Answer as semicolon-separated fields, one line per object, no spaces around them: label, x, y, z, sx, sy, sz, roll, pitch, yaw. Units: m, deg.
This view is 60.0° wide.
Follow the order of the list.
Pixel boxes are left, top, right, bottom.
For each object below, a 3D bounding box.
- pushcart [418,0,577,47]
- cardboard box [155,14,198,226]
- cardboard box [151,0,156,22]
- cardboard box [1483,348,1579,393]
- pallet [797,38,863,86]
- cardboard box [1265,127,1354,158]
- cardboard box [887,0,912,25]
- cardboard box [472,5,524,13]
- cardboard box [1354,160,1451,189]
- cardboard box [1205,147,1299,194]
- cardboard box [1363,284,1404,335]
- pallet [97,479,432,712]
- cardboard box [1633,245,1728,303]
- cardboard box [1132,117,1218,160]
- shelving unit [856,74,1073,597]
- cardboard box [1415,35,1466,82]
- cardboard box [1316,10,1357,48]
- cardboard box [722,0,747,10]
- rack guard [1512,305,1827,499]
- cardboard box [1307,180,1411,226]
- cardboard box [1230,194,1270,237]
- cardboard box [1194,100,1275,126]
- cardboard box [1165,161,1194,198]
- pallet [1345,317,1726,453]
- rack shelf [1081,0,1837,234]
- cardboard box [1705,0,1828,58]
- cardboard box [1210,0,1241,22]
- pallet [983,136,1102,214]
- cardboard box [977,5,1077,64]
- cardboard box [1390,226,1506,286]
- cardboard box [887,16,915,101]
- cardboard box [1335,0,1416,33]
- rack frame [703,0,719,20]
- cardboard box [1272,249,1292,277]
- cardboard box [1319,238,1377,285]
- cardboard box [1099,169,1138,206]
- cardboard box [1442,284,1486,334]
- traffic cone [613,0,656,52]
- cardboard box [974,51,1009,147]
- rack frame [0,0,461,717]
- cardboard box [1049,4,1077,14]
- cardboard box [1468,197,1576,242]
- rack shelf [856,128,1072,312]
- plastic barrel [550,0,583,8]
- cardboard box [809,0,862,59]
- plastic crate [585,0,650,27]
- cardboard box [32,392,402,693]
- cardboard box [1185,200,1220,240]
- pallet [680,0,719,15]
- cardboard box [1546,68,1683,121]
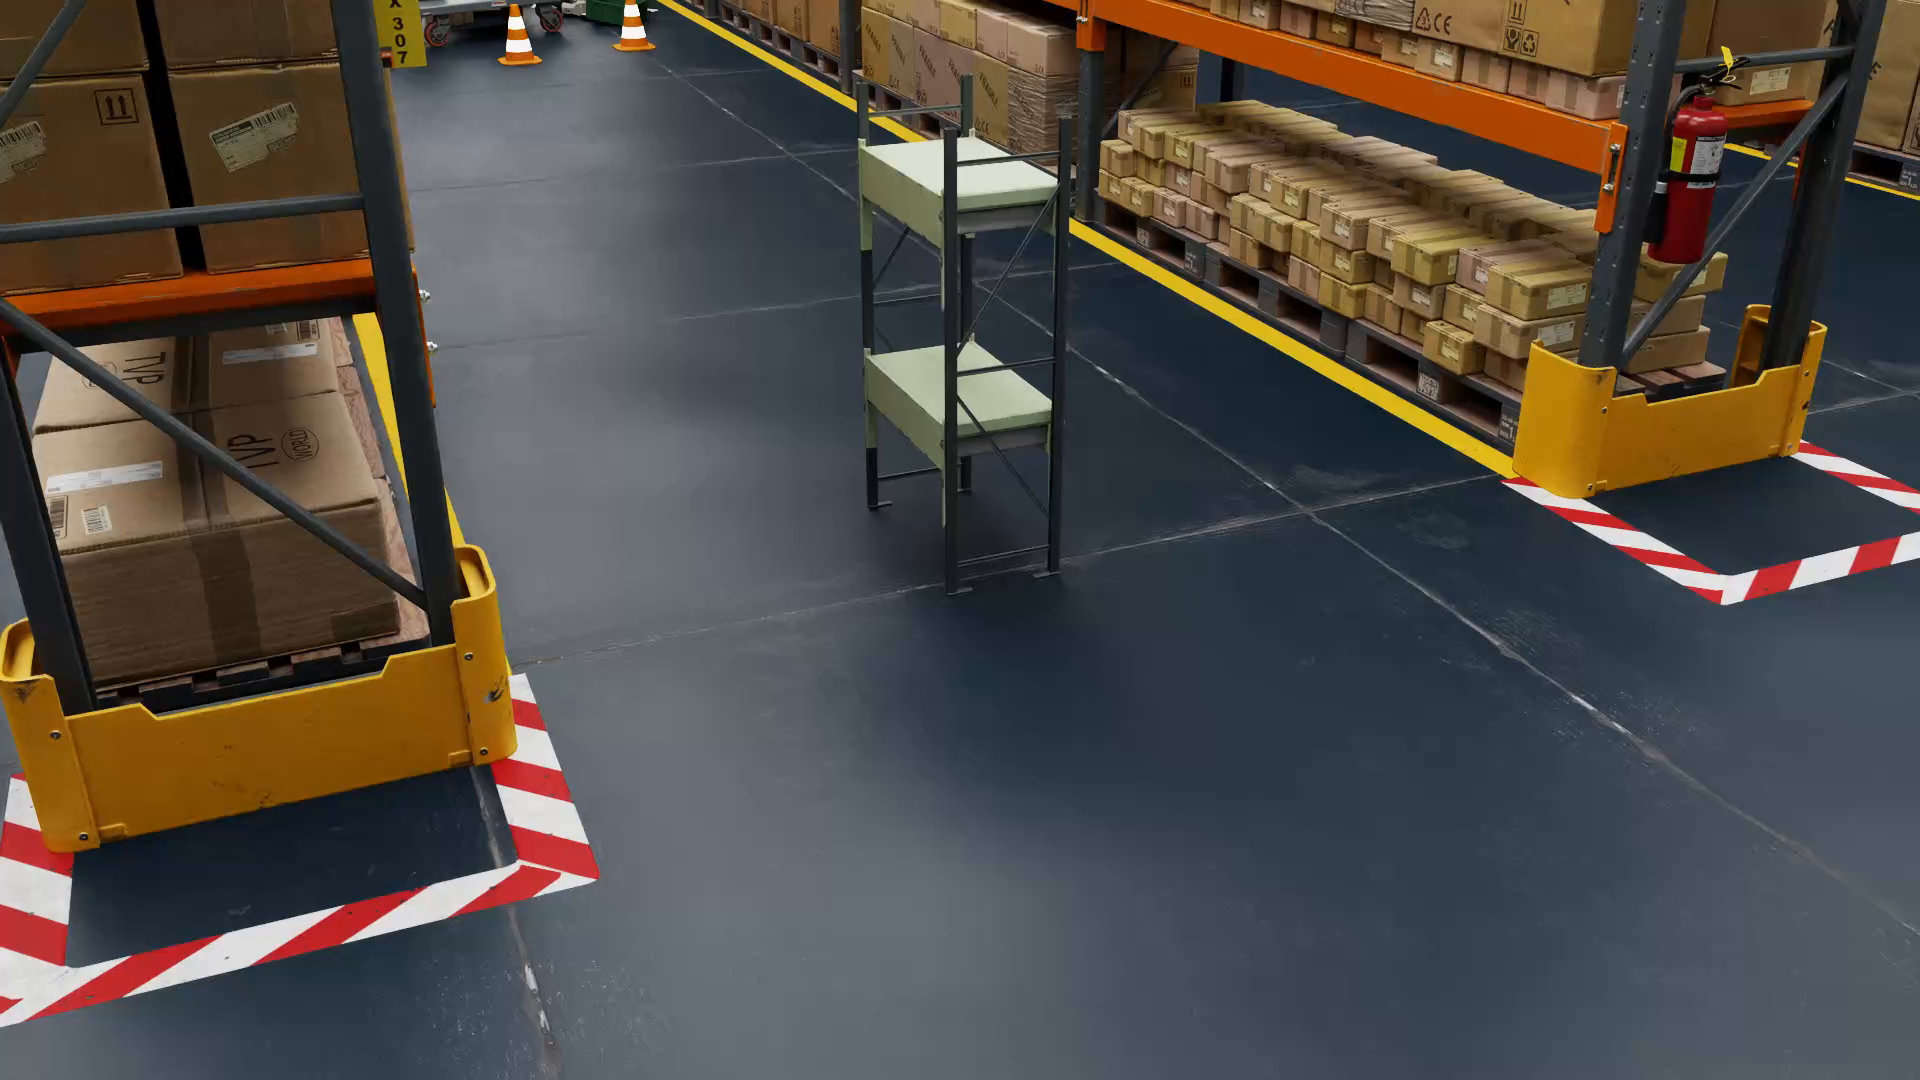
pushcart;-4.433;-4.813;15.178;1.648;0.377;0.936;-22;34;-38
cardboard box;-1.959;-1.223;4.722;0.500;0.500;0.500;-11;28;-21
cardboard box;-2.638;-1.341;4.963;0.500;0.500;0.500;-10;28;-19
cardboard box;2.305;-0.711;6.558;0.380;0.149;0.250;-10;28;-20
pallet;-0.669;-3.934;13.568;1.003;0.211;1.213;-11;28;-21
cardboard box;1.786;-2.004;8.528;0.380;0.149;0.250;-10;28;-19
cardboard box;-0.184;-3.734;11.495;0.500;0.250;0.500;-11;28;-21
cardboard box;-4.687;-5.484;16.253;0.797;0.637;0.503;-11;28;-21
cardboard box;2.090;-1.684;7.874;0.380;0.149;0.250;-11;28;-20
cardboard box;1.426;-1.809;8.128;0.380;0.149;0.250;-10;28;-19
cardboard box;1.978;-1.016;7.183;0.380;0.149;0.250;-10;28;-20
pallet;-2.197;0.208;5.083;1.003;0.211;1.213;-11;28;-21
cardboard box;2.811;-1.072;6.618;0.380;0.149;0.250;-12;28;-23
cardboard box;1.134;-2.120;8.767;0.380;0.149;0.250;-9;27;-18
shelving unit;-0.003;-0.677;5.426;0.431;1.500;0.755;-11;28;-21
cardboard box;2.019;-1.901;6.512;0.380;0.149;0.250;-10;28;-19
cardboard box;1.773;-2.236;7.198;0.380;0.149;0.250;-10;28;-20
cardboard box;-1.670;-5.414;15.505;1.050;0.750;0.750;-11;28;-21
rack guard;2.673;-0.534;6.274;1.175;0.500;0.348;-11;28;-21
cardboard box;1.798;-1.506;7.507;0.380;0.149;0.250;-12;28;-22
cardboard box;1.524;-1.565;7.969;0.380;0.149;0.250;-11;28;-21
cardboard box;1.516;-2.318;9.170;0.380;0.149;0.250;-10;28;-19
cardboard box;1.294;-1.903;8.659;0.380;0.149;0.250;-11;28;-21
pallet;2.388;-0.738;7.022;1.003;0.211;1.213;-11;28;-21
rack shelf;1.920;-2.111;7.474;1.077;0.370;4.000;-11;28;-21
cardboard box;2.782;-2.034;6.044;0.500;0.500;0.500;-9;28;-18
cardboard box;1.408;-2.544;7.828;0.380;0.149;0.250;-10;28;-20
pallet;0.830;-2.302;10.225;1.003;0.211;1.213;-11;28;-21
cardboard box;0.423;-3.111;10.218;0.500;0.250;0.500;-9;28;-18
cardboard box;1.999;-1.166;6.812;0.380;0.149;0.250;-11;28;-22
cardboard box;-0.187;-3.390;11.645;0.500;0.500;0.500;-10;28;-20
cardboard box;1.886;-2.354;6.700;0.500;0.500;0.500;-10;28;-20
rack frame;-1.996;-6.471;15.585;1.000;3.000;0.127;-11;28;-21
cardboard box;1.702;-1.337;7.841;0.380;0.149;0.250;-10;28;-19
cardboard box;1.814;-1.248;7.320;0.380;0.149;0.250;-10;28;-20
cardboard box;0.984;-1.947;9.089;0.380;0.149;0.250;-12;28;-23
cardboard box;2.181;-0.947;6.702;0.380;0.149;0.250;-11;28;-22
traffic cone;-2.861;-4.530;14.501;0.336;0.463;0.334;-11;28;-21
cardboard box;0.414;-2.770;10.374;0.500;0.500;0.500;-11;28;-22
rack frame;-1.812;-0.735;3.837;1.000;3.000;0.127;-11;28;-21
cardboard box;0.880;-3.202;10.405;0.500;0.250;0.500;-10;28;-19
cardboard box;2.438;-1.372;7.233;0.380;0.149;0.250;-12;28;-23
rack shelf;-0.003;-1.027;5.255;0.431;0.370;0.720;-11;28;-21
plastic barrel;-3.852;-5.508;16.548;0.512;0.421;0.421;8;27;15
cardboard box;-0.586;-4.295;13.214;1.050;0.750;0.750;-11;28;-21
plastic crate;-3.270;-5.078;15.872;0.450;0.188;0.662;12;27;2
cardboard box;-2.162;-0.022;4.818;0.875;0.438;0.875;-12;28;-22
cardboard box;1.378;-1.654;8.490;0.380;0.149;0.250;-11;28;-22
pallet;-2.222;-5.538;16.853;1.003;0.211;1.213;-11;28;-21
cardboard box;2.315;-1.597;5.888;0.380;0.149;0.250;-11;28;-21
